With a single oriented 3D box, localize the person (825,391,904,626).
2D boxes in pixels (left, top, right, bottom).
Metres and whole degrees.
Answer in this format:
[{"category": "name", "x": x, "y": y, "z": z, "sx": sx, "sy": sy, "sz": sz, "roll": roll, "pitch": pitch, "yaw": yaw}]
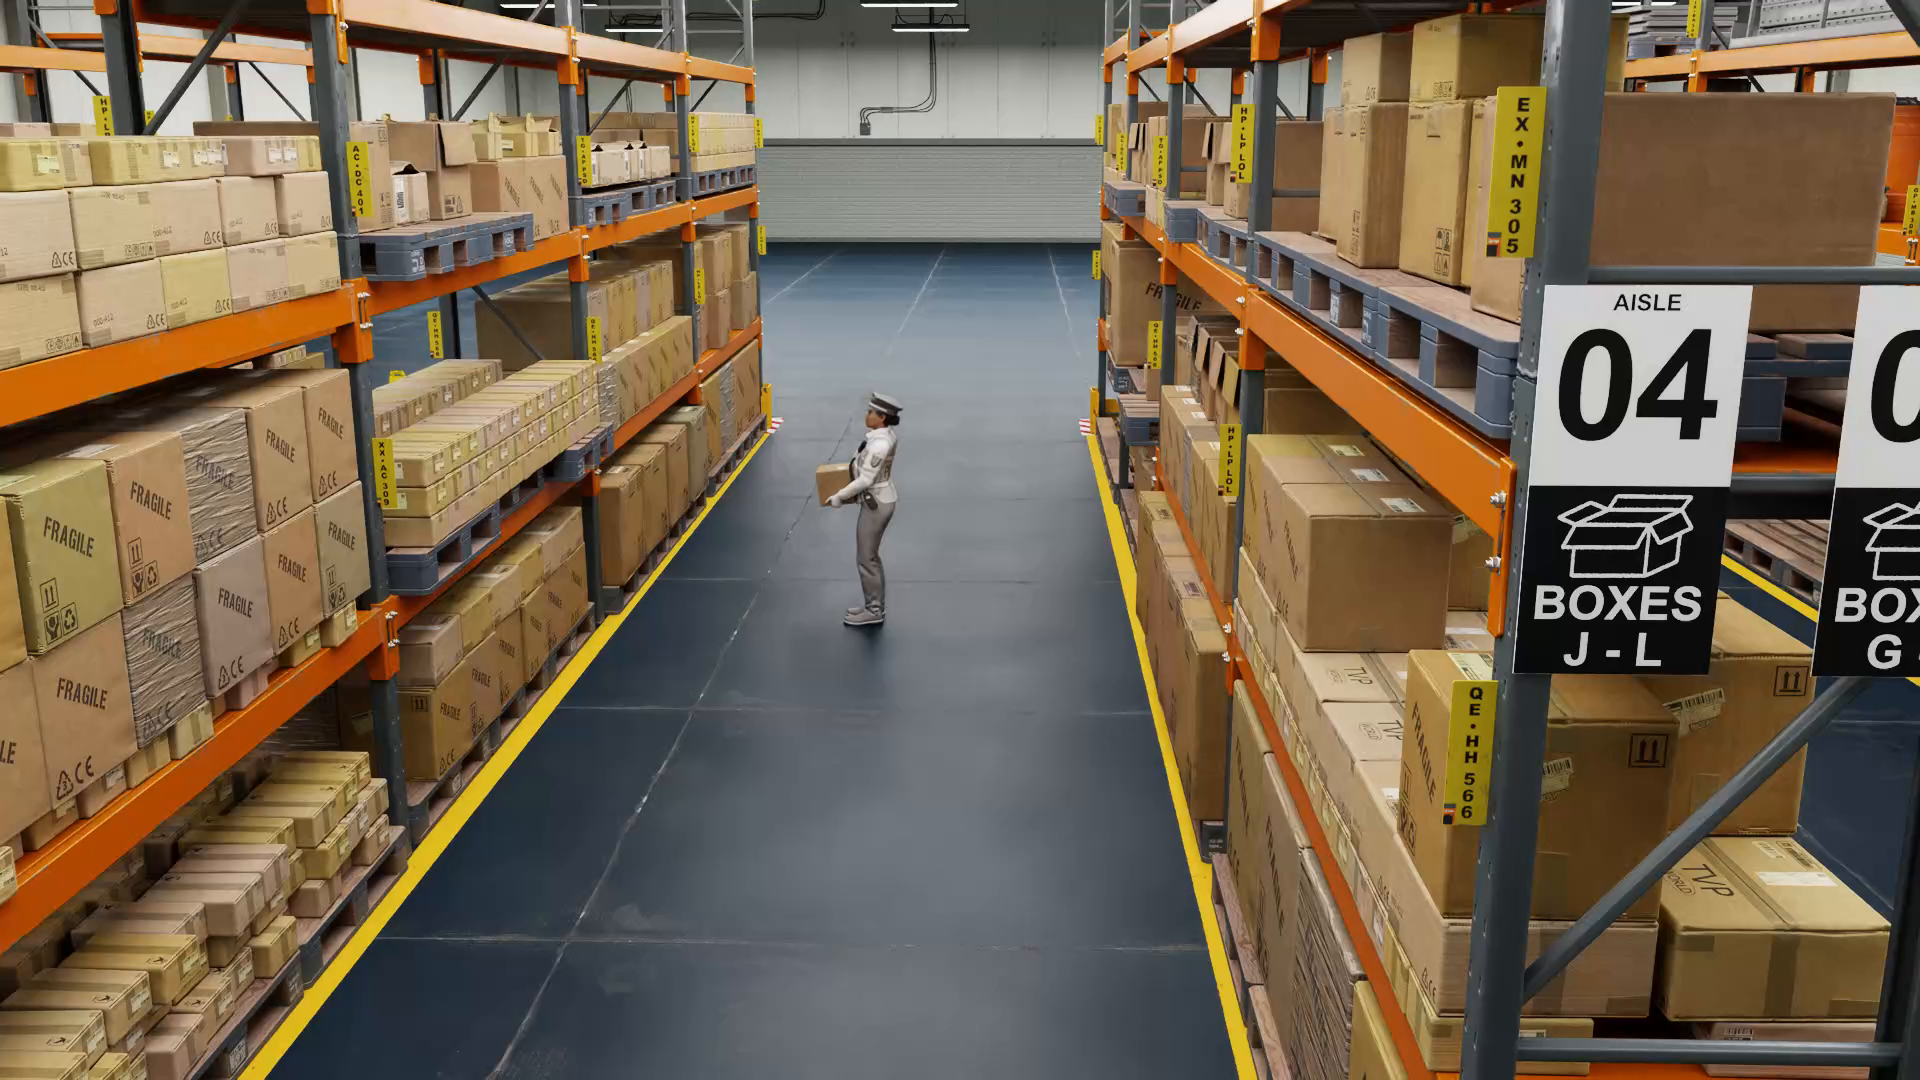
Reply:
[{"category": "person", "x": -0.673, "y": -0.234, "z": 11.891, "sx": 0.555, "sy": 1.686, "sz": 0.459, "roll": 1, "pitch": 14, "yaw": 2}]
